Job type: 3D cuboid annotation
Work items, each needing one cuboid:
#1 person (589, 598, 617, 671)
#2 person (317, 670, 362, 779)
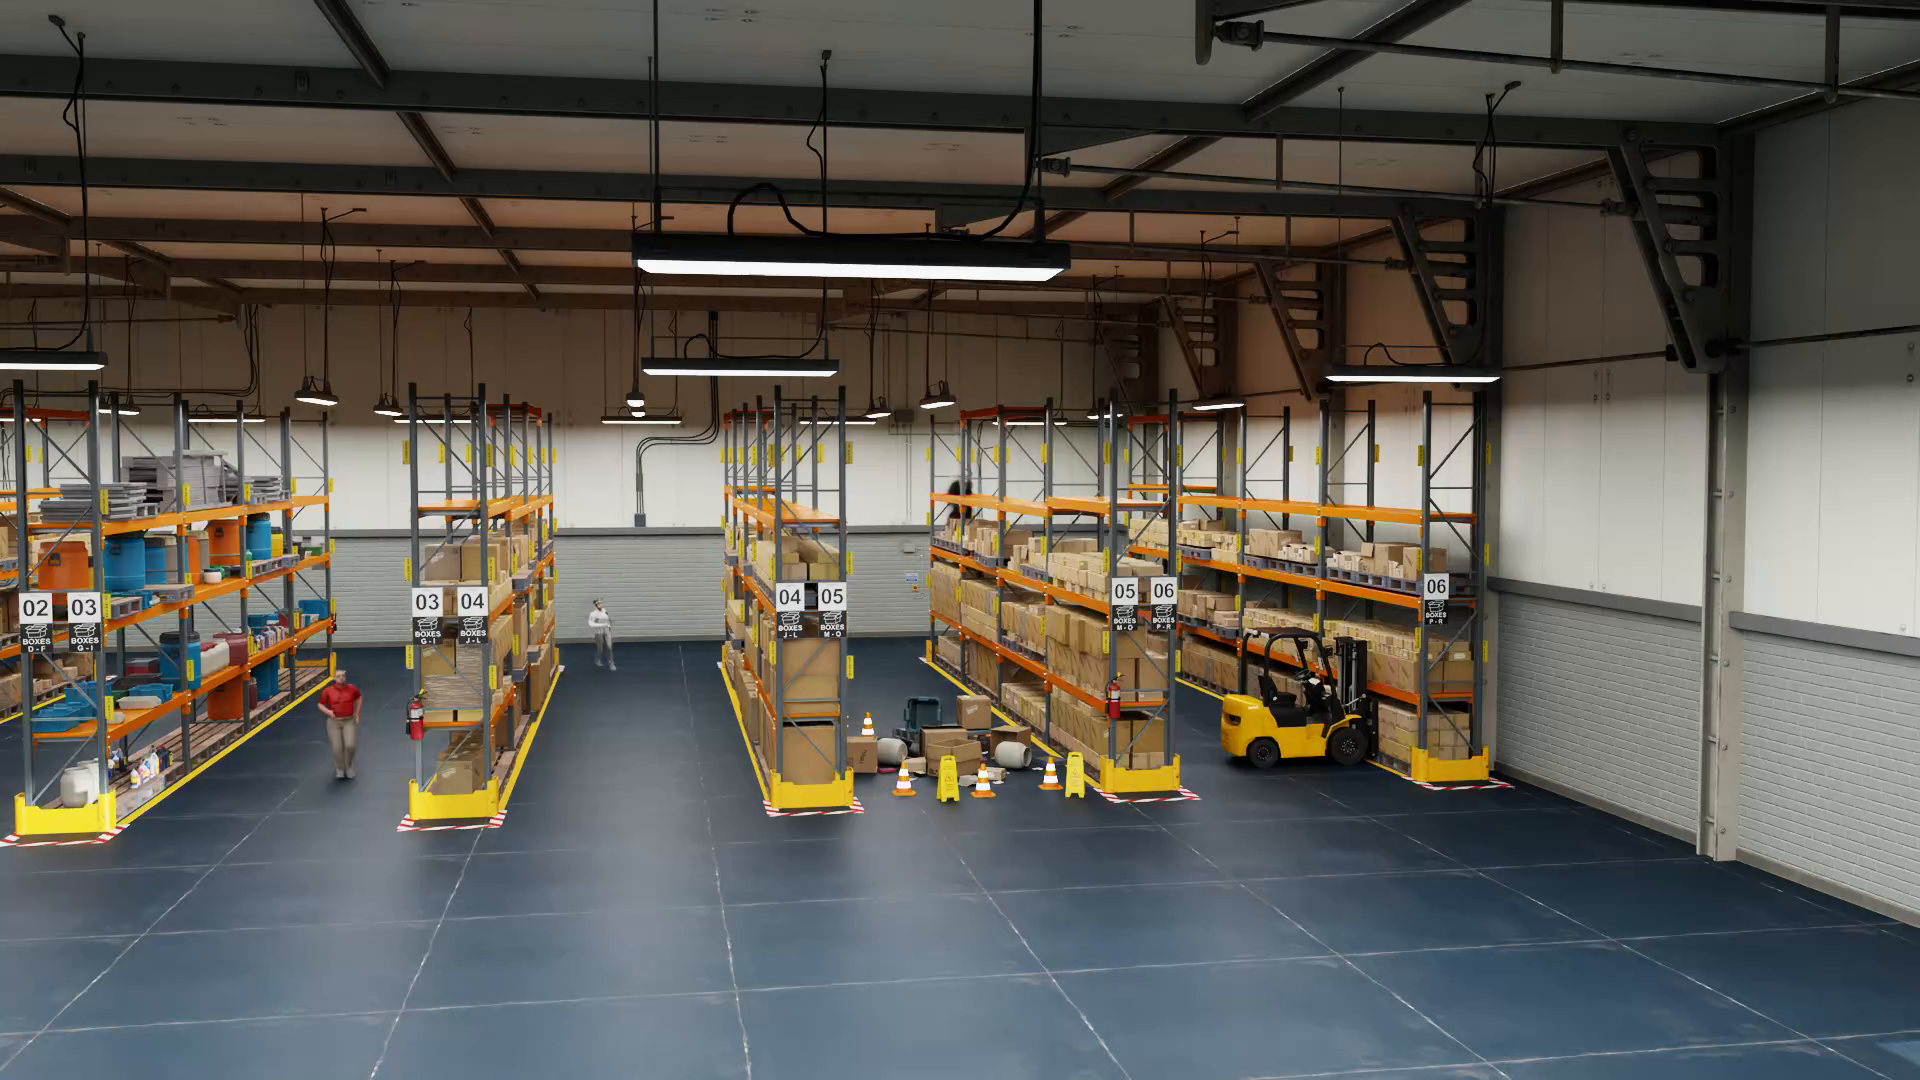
[{"bbox_3d":[-8.415,2.192,38.895,0.618,1.690,0.879,-2,4,-39],"label":"person"},{"bbox_3d":[-9.547,2.856,25.645,0.662,1.715,0.643,-1,3,-25],"label":"person"}]
